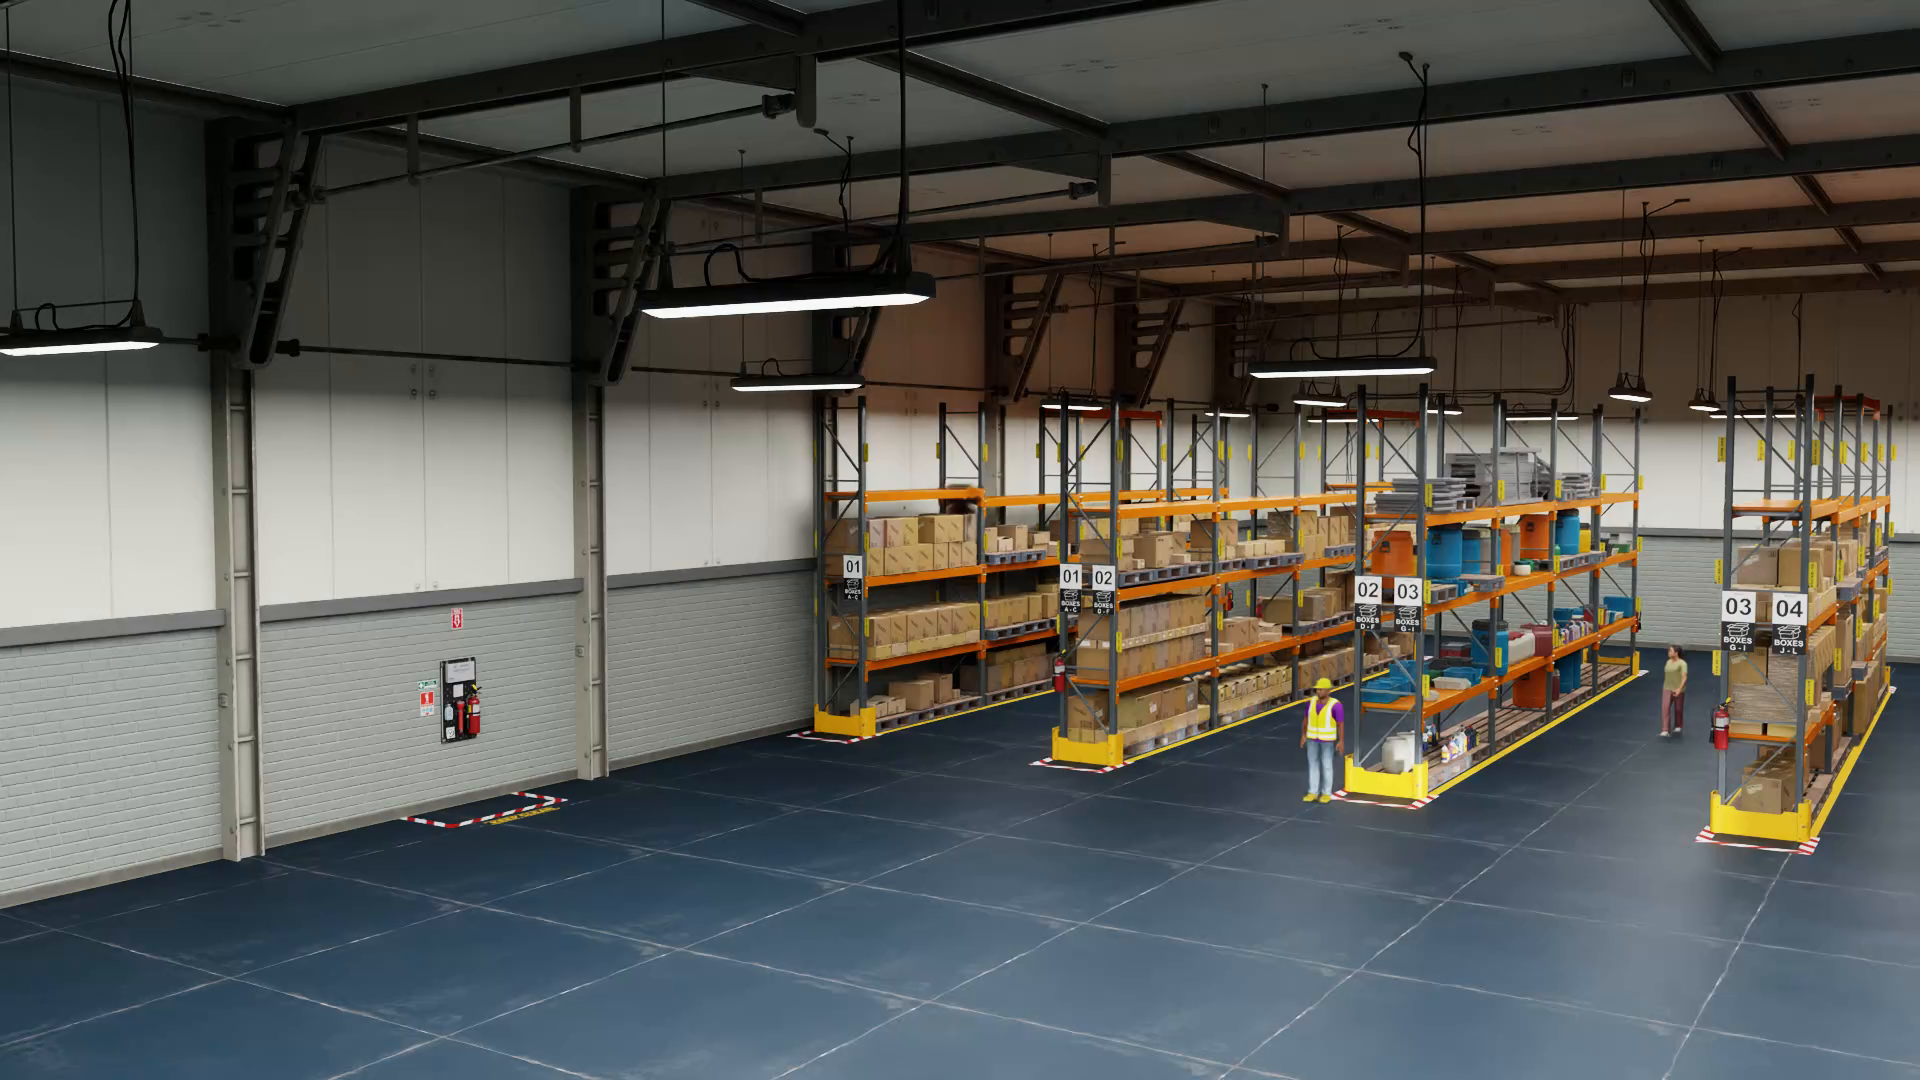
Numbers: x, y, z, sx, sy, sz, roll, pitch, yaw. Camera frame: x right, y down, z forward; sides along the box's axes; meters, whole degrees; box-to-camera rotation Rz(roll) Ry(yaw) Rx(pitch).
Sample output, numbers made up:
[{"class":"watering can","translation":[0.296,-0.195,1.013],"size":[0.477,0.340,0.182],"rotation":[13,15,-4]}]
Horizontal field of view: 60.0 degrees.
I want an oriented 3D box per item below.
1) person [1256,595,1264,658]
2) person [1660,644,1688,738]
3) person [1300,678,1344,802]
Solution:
[{"class":"person","translation":[6.946,2.154,38.152],"size":[0.631,1.777,0.846],"rotation":[2,4,36]},{"class":"person","translation":[12.564,2.643,29.227],"size":[0.418,1.613,1.039],"rotation":[2,3,30]},{"class":"person","translation":[5.163,2.857,23.759],"size":[0.640,1.767,0.390],"rotation":[2,4,33]}]
